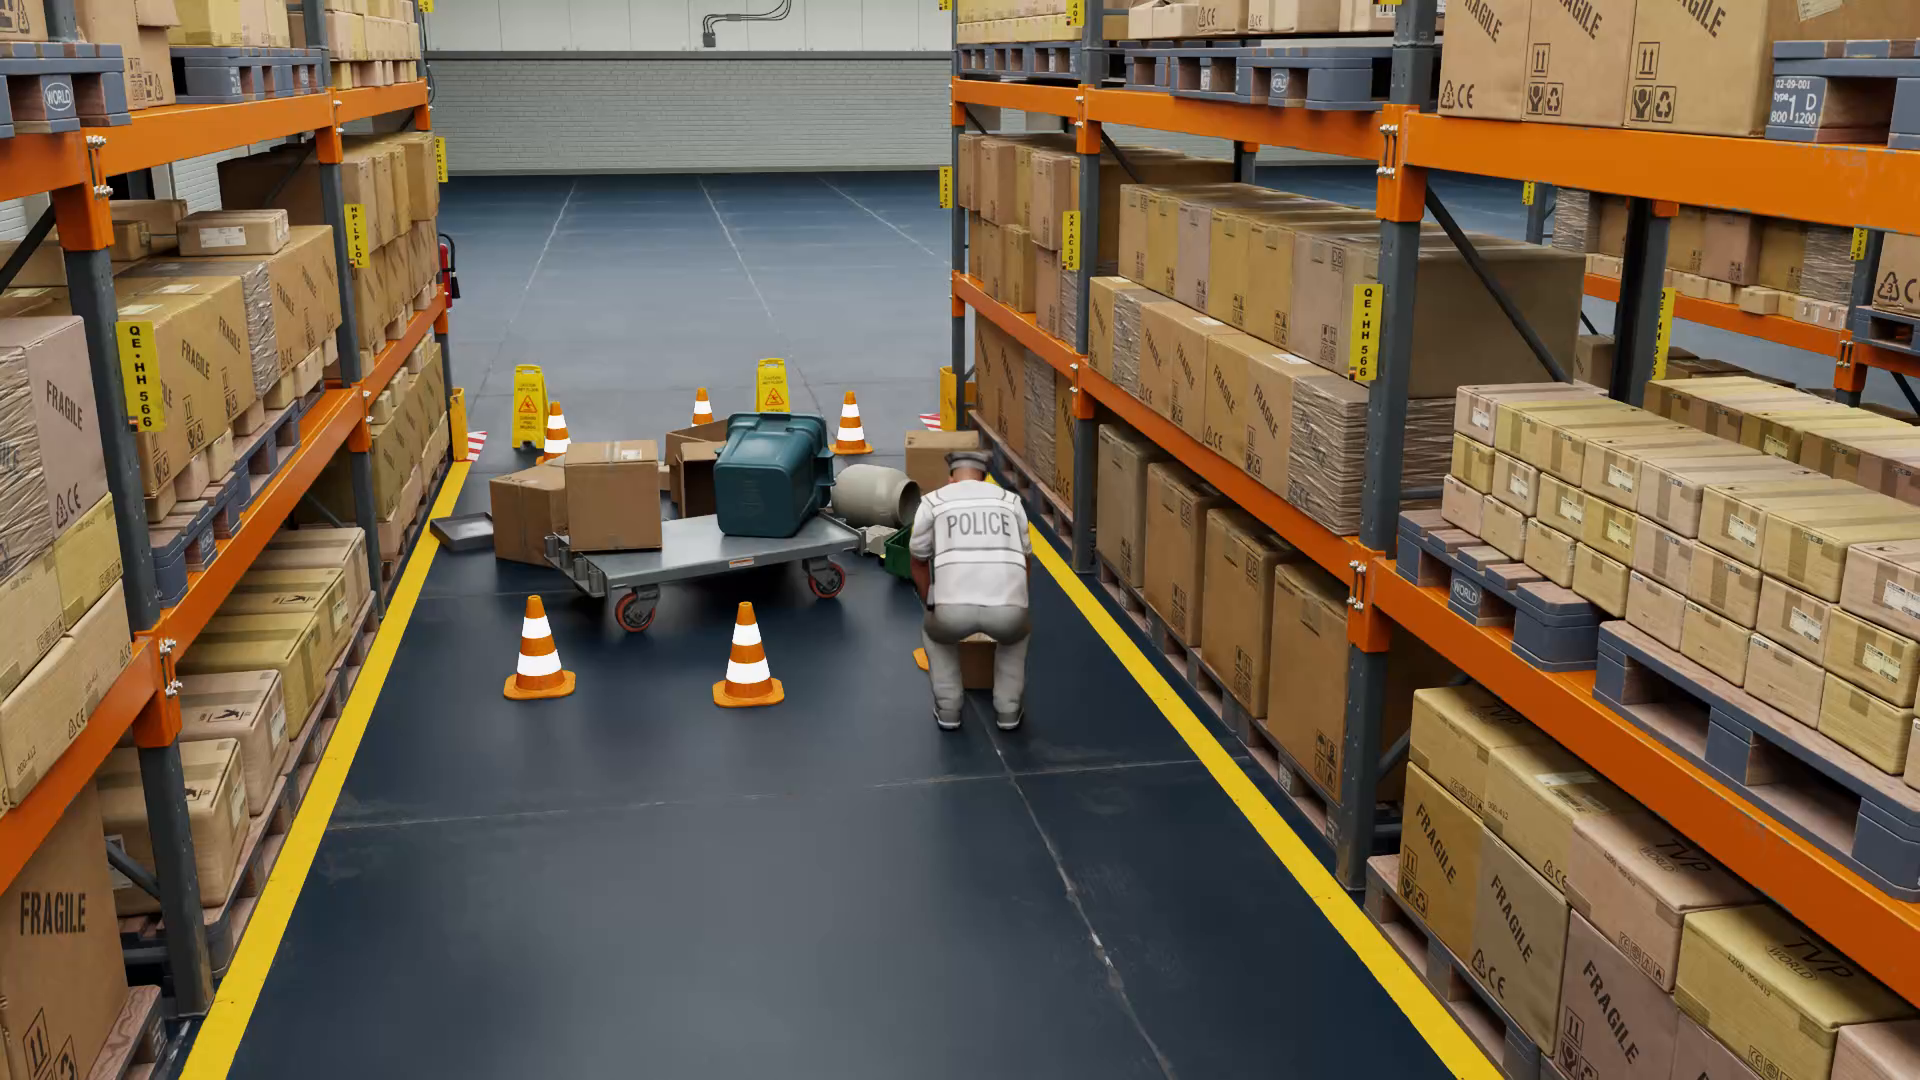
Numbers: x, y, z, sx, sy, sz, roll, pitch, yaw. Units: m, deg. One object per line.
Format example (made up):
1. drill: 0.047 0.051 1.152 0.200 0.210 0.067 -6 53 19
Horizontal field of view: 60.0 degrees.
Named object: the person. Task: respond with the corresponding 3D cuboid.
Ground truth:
1. person: 0.049 0.232 7.712 0.577 1.205 0.900 0 16 1
